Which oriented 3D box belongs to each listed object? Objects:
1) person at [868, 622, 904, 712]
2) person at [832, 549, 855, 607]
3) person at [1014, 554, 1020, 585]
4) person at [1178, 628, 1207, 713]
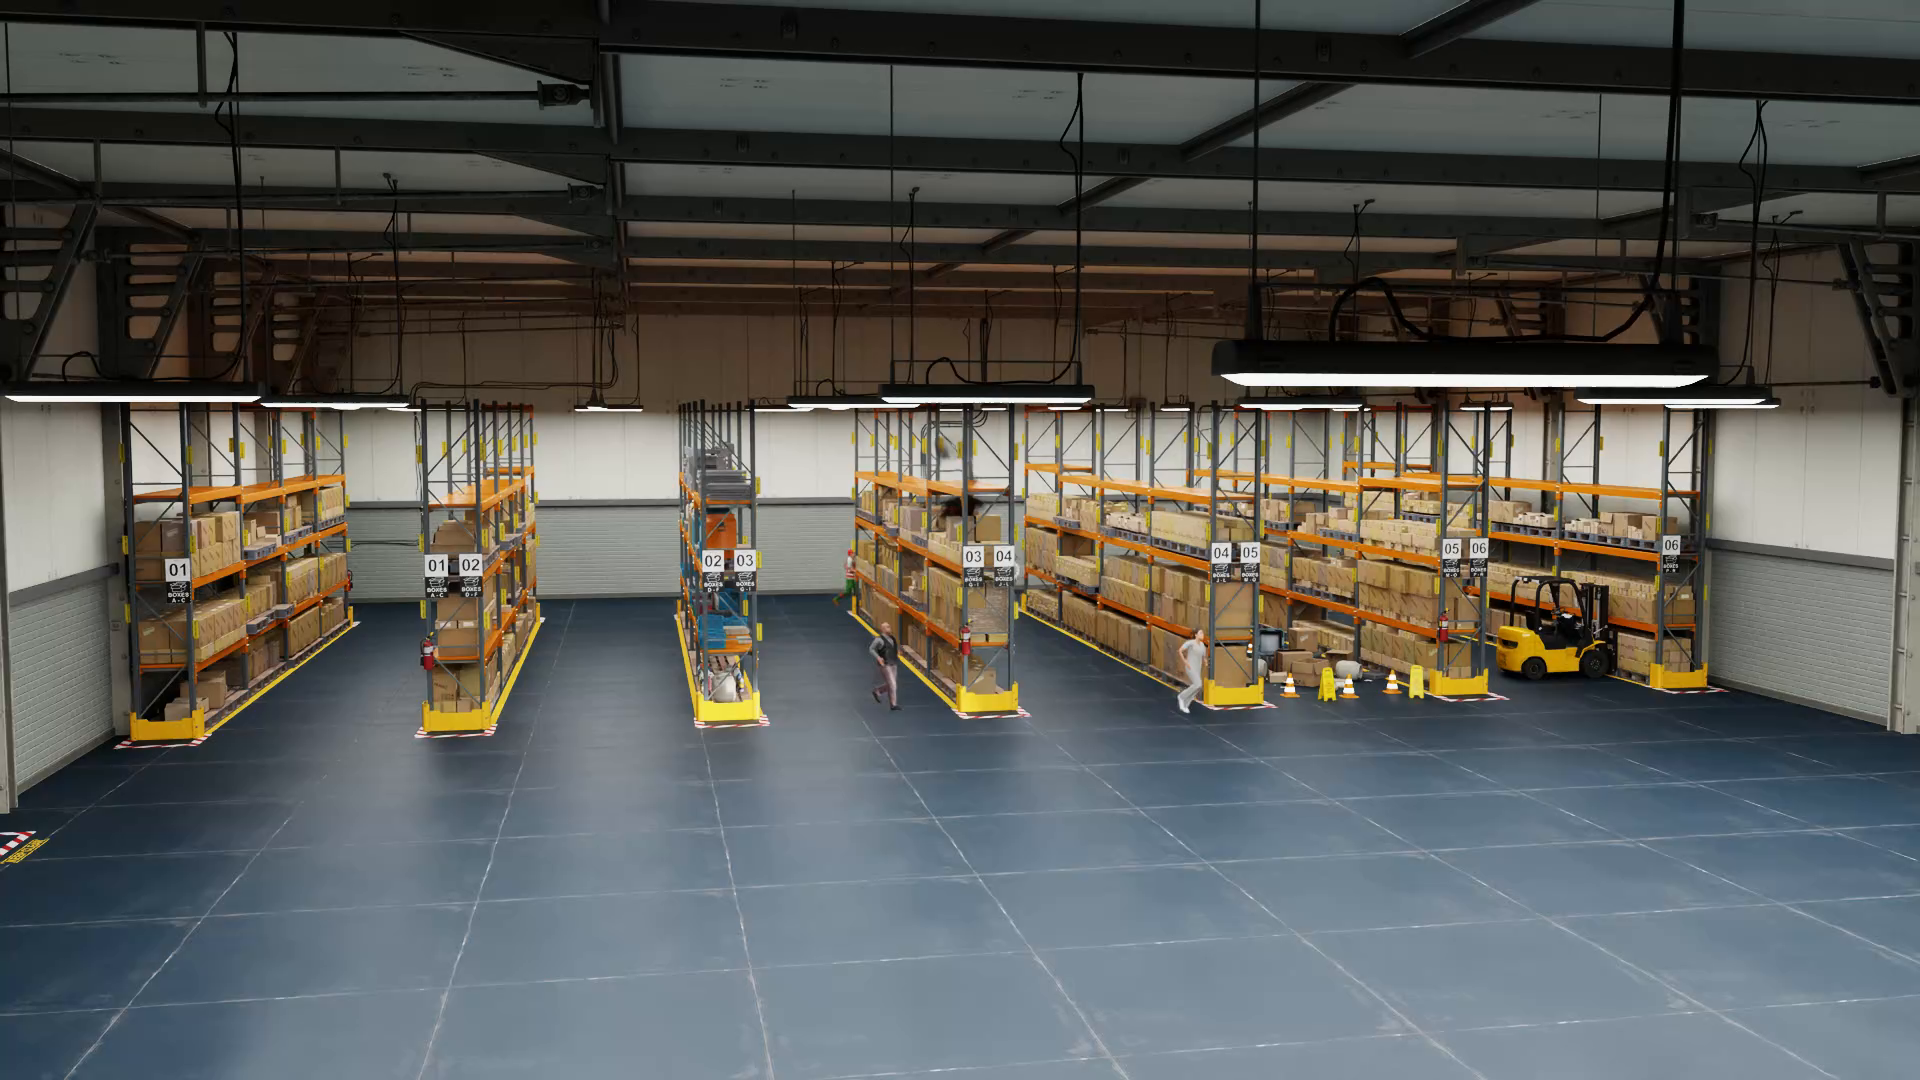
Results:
[{"bbox_3d":[-1.426,2.443,32.206,0.889,1.696,0.669,3,5,38],"label":"person"},{"bbox_3d":[-3.250,1.152,48.774,0.991,1.792,0.669,0,4,-1],"label":"person"},{"bbox_3d":[1.518,1.190,49.439,0.525,1.616,0.669,-3,5,-36],"label":"person"},{"bbox_3d":[4.529,2.505,32.088,0.583,1.641,0.543,-4,6,-45],"label":"person"}]
